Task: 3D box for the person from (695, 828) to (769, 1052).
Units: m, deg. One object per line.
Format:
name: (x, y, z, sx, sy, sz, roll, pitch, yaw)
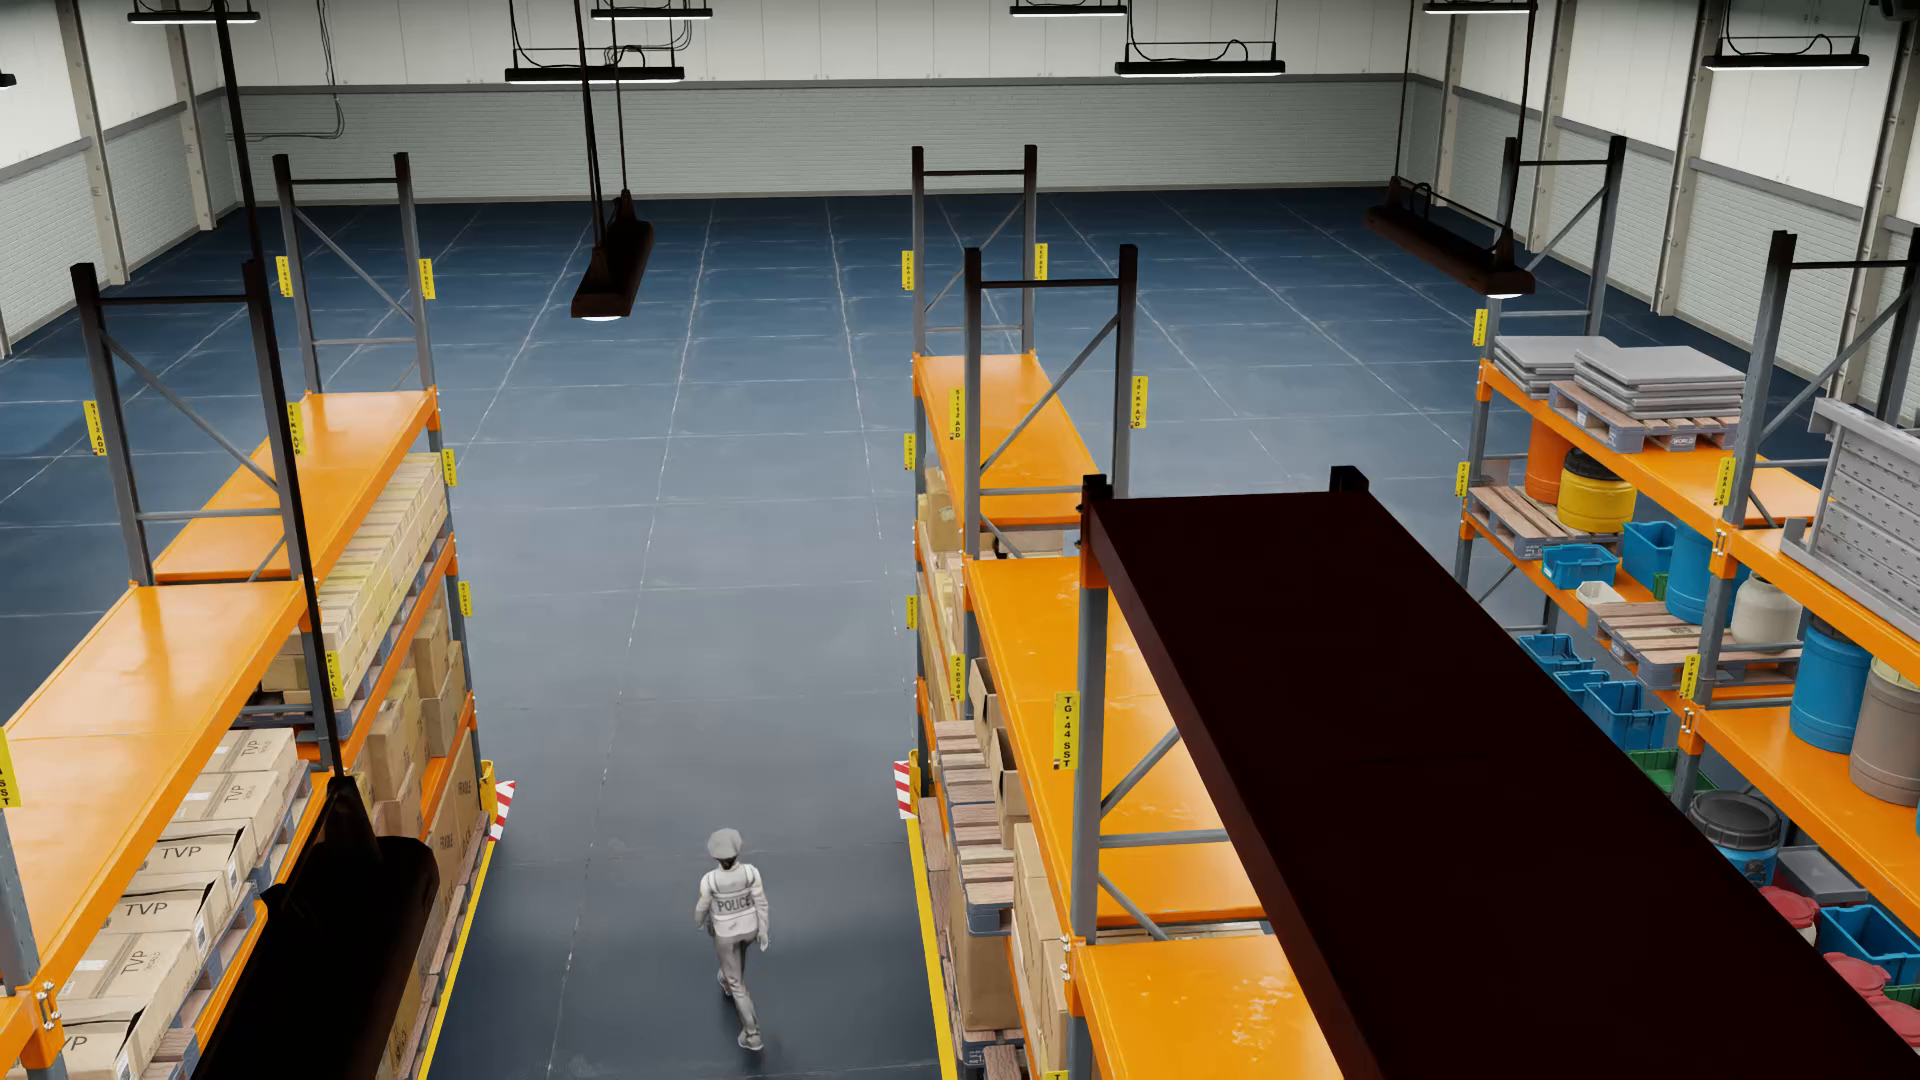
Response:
person: (-1.667, 2.839, 12.198, 0.478, 1.620, 1.081, -13, 25, -29)
